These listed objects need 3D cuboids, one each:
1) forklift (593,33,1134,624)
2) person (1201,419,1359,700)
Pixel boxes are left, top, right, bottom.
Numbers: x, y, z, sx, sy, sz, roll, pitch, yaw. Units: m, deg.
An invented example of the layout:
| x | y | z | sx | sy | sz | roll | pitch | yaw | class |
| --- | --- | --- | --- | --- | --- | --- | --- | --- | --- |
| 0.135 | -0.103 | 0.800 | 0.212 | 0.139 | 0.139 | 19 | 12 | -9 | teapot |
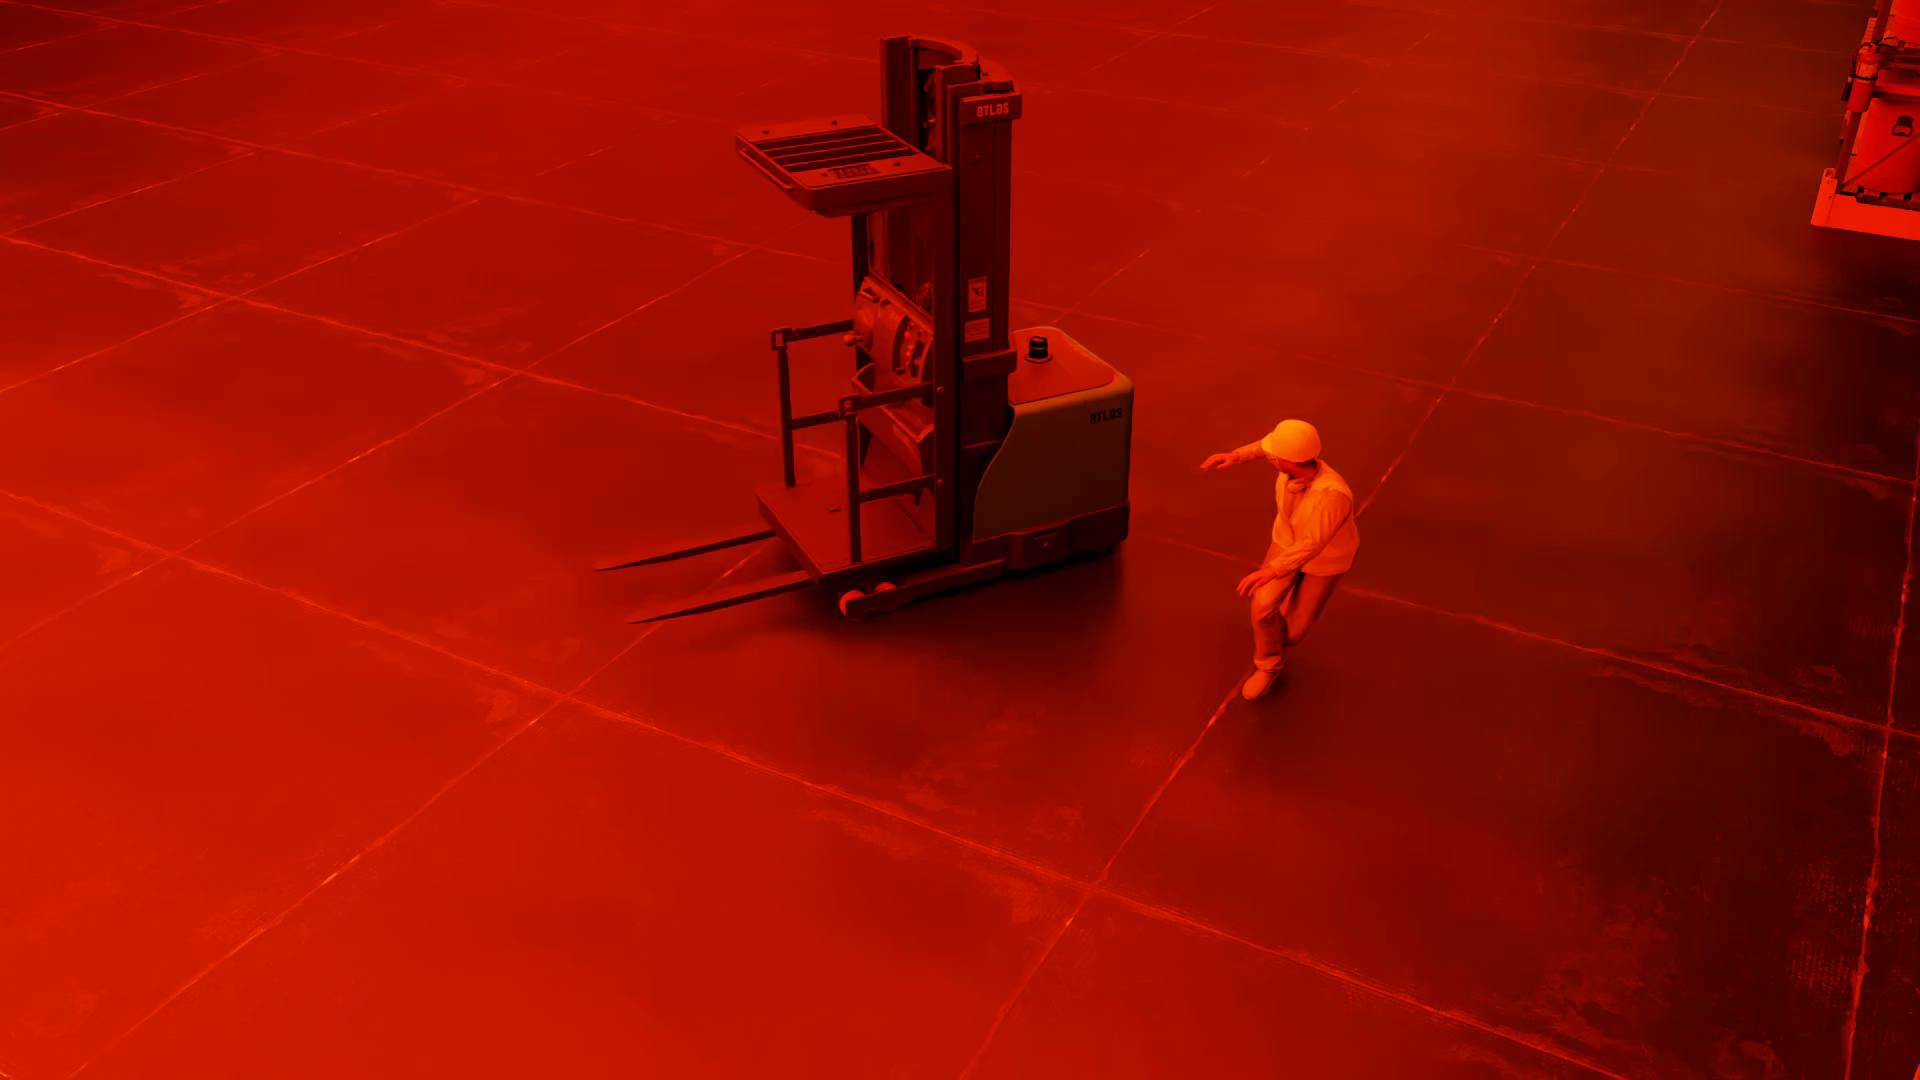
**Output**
| x | y | z | sx | sy | sz | roll | pitch | yaw | class |
| --- | --- | --- | --- | --- | --- | --- | --- | --- | --- |
| -0.553 | -1.122 | 9.015 | 3.031 | 2.935 | 1.130 | -14 | 33 | -23 | forklift |
| 1.532 | 0.065 | 8.398 | 0.807 | 1.510 | 1.079 | 23 | 37 | 34 | person |
